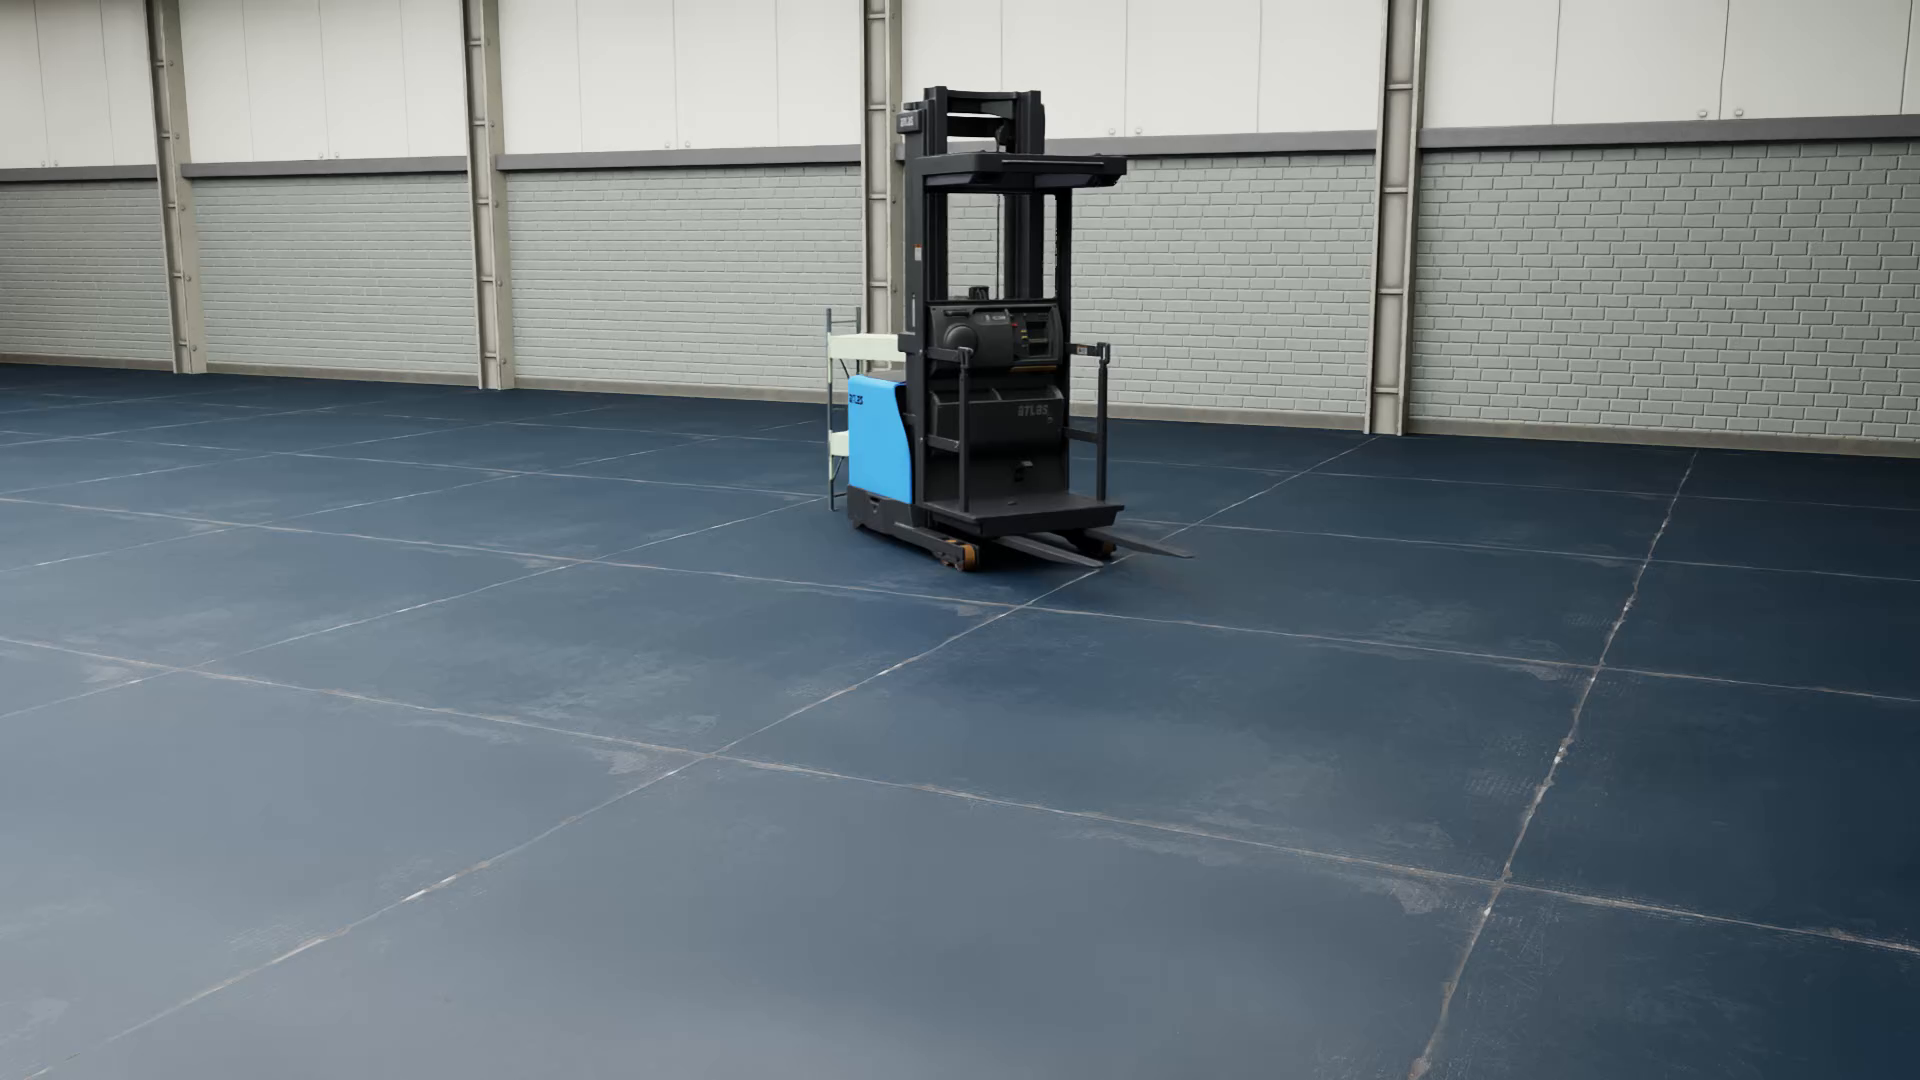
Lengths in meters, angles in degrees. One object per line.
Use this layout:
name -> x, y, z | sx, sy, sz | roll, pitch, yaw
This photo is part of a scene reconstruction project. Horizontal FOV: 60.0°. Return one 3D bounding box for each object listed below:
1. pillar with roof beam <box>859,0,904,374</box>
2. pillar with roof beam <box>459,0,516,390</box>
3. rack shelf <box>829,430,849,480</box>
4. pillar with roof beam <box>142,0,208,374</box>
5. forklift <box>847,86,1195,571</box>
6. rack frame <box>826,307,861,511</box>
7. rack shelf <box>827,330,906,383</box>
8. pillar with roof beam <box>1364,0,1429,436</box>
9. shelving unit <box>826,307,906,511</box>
pillar with roof beam -> -2.823, -5.334, 15.434 | 0.400, 9.000, 9.100 | 5, 11, 26
pillar with roof beam -> -8.203, -5.807, 18.046 | 0.400, 9.000, 9.100 | 5, 11, 26
rack shelf -> -0.557, -0.628, 12.320 | 0.720, 0.370, 0.431 | 7, 12, 33
pillar with roof beam -> -13.584, -6.279, 20.659 | 0.400, 9.000, 9.100 | 5, 11, 26
forklift -> 0.339, -1.342, 10.416 | 1.130, 2.935, 3.031 | -5, 12, -27
rack frame -> -0.862, -0.985, 12.460 | 0.023, 1.500, 0.400 | 7, 12, 33
rack shelf -> -0.557, -1.333, 12.193 | 0.720, 0.370, 0.431 | 7, 12, 33
pillar with roof beam -> 2.558, -4.861, 12.821 | 0.400, 9.000, 9.100 | 5, 11, 26
shelving unit -> -0.557, -0.949, 12.262 | 0.755, 1.500, 0.431 | 7, 12, 33
